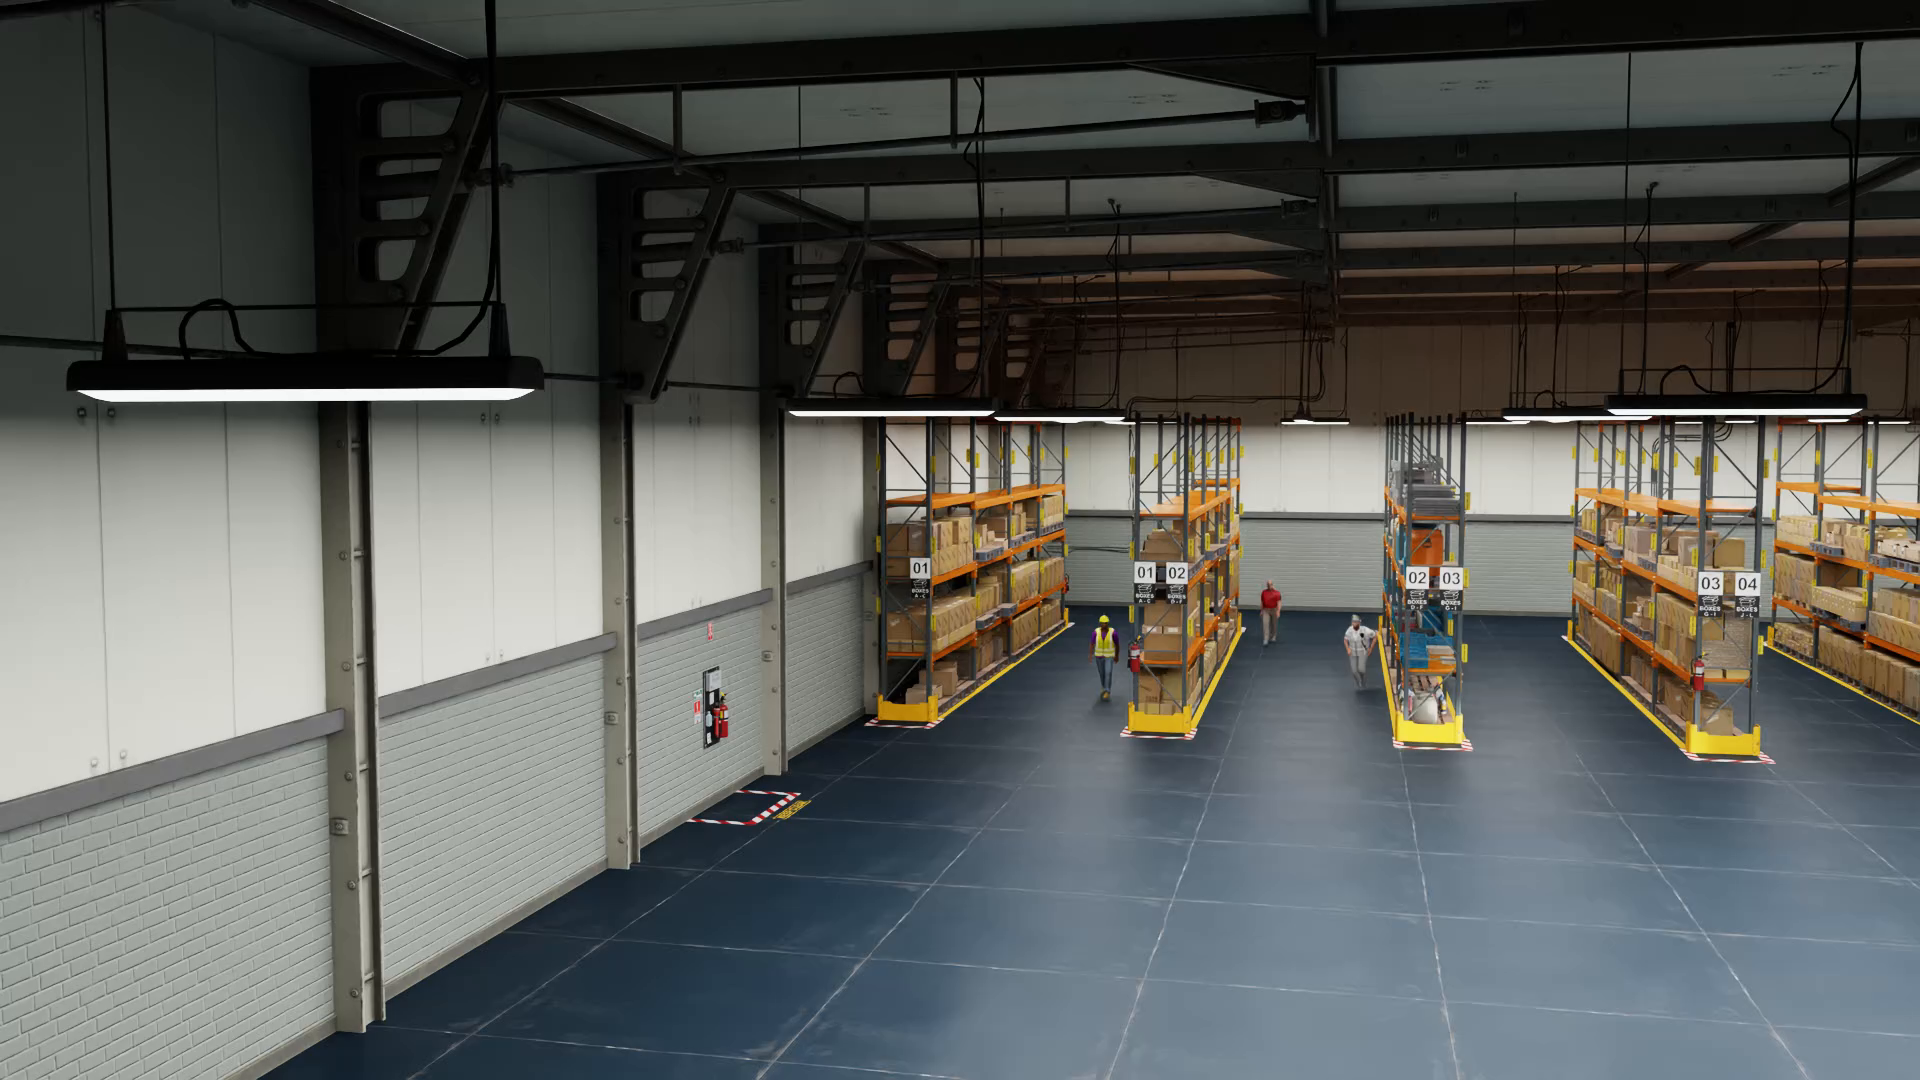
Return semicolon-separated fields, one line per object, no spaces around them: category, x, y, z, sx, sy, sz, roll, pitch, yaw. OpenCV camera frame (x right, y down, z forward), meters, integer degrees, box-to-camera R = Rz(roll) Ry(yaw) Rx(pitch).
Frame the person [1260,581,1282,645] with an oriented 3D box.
person;8.196;1.903;43.886;0.570;1.659;1.074;1;4;14

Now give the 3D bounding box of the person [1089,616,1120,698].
person;3.032;2.456;35.182;0.593;1.707;1.009;1;4;18

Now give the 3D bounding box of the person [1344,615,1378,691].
person;8.675;2.444;36.061;0.680;1.689;0.712;2;4;25
